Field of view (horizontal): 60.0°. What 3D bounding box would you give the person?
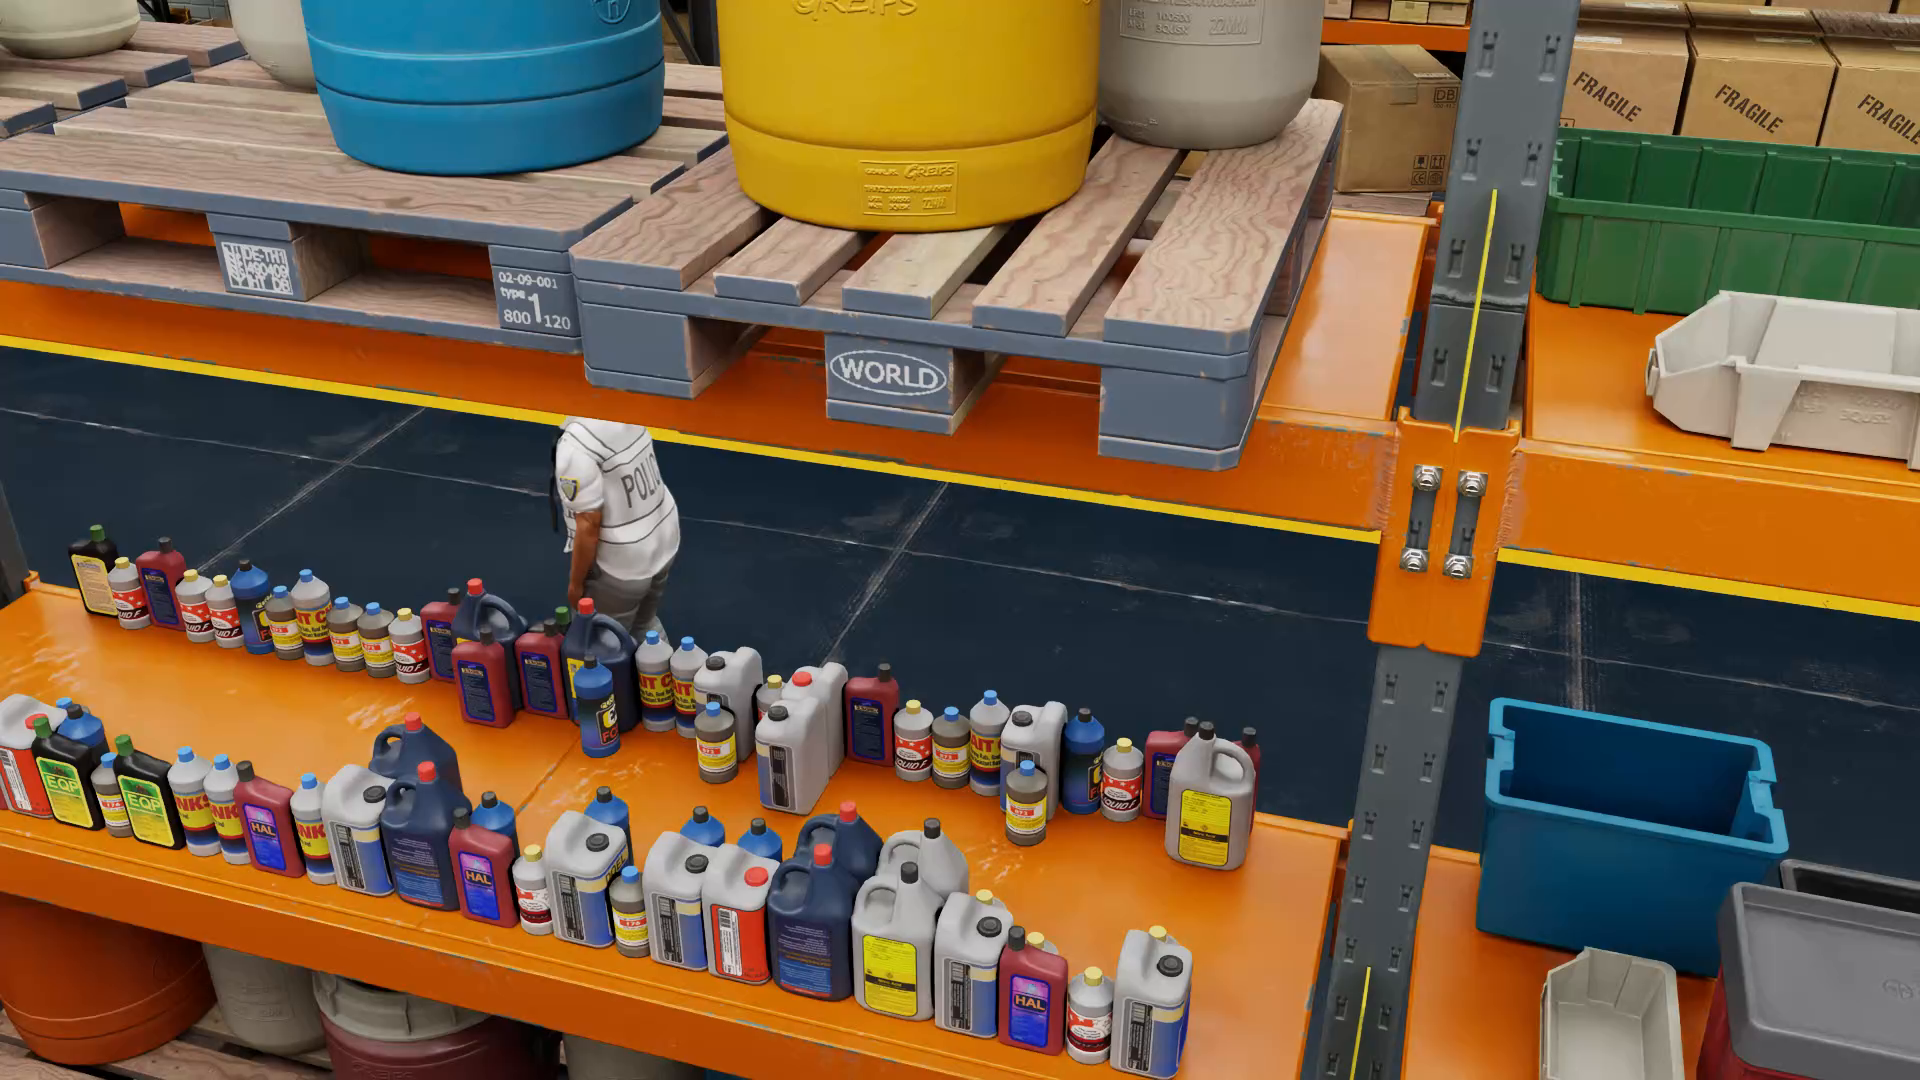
[{"bbox_3d":[-1.274,0.048,6.036,0.455,1.666,0.537,9,31,15],"label":"person"}]
